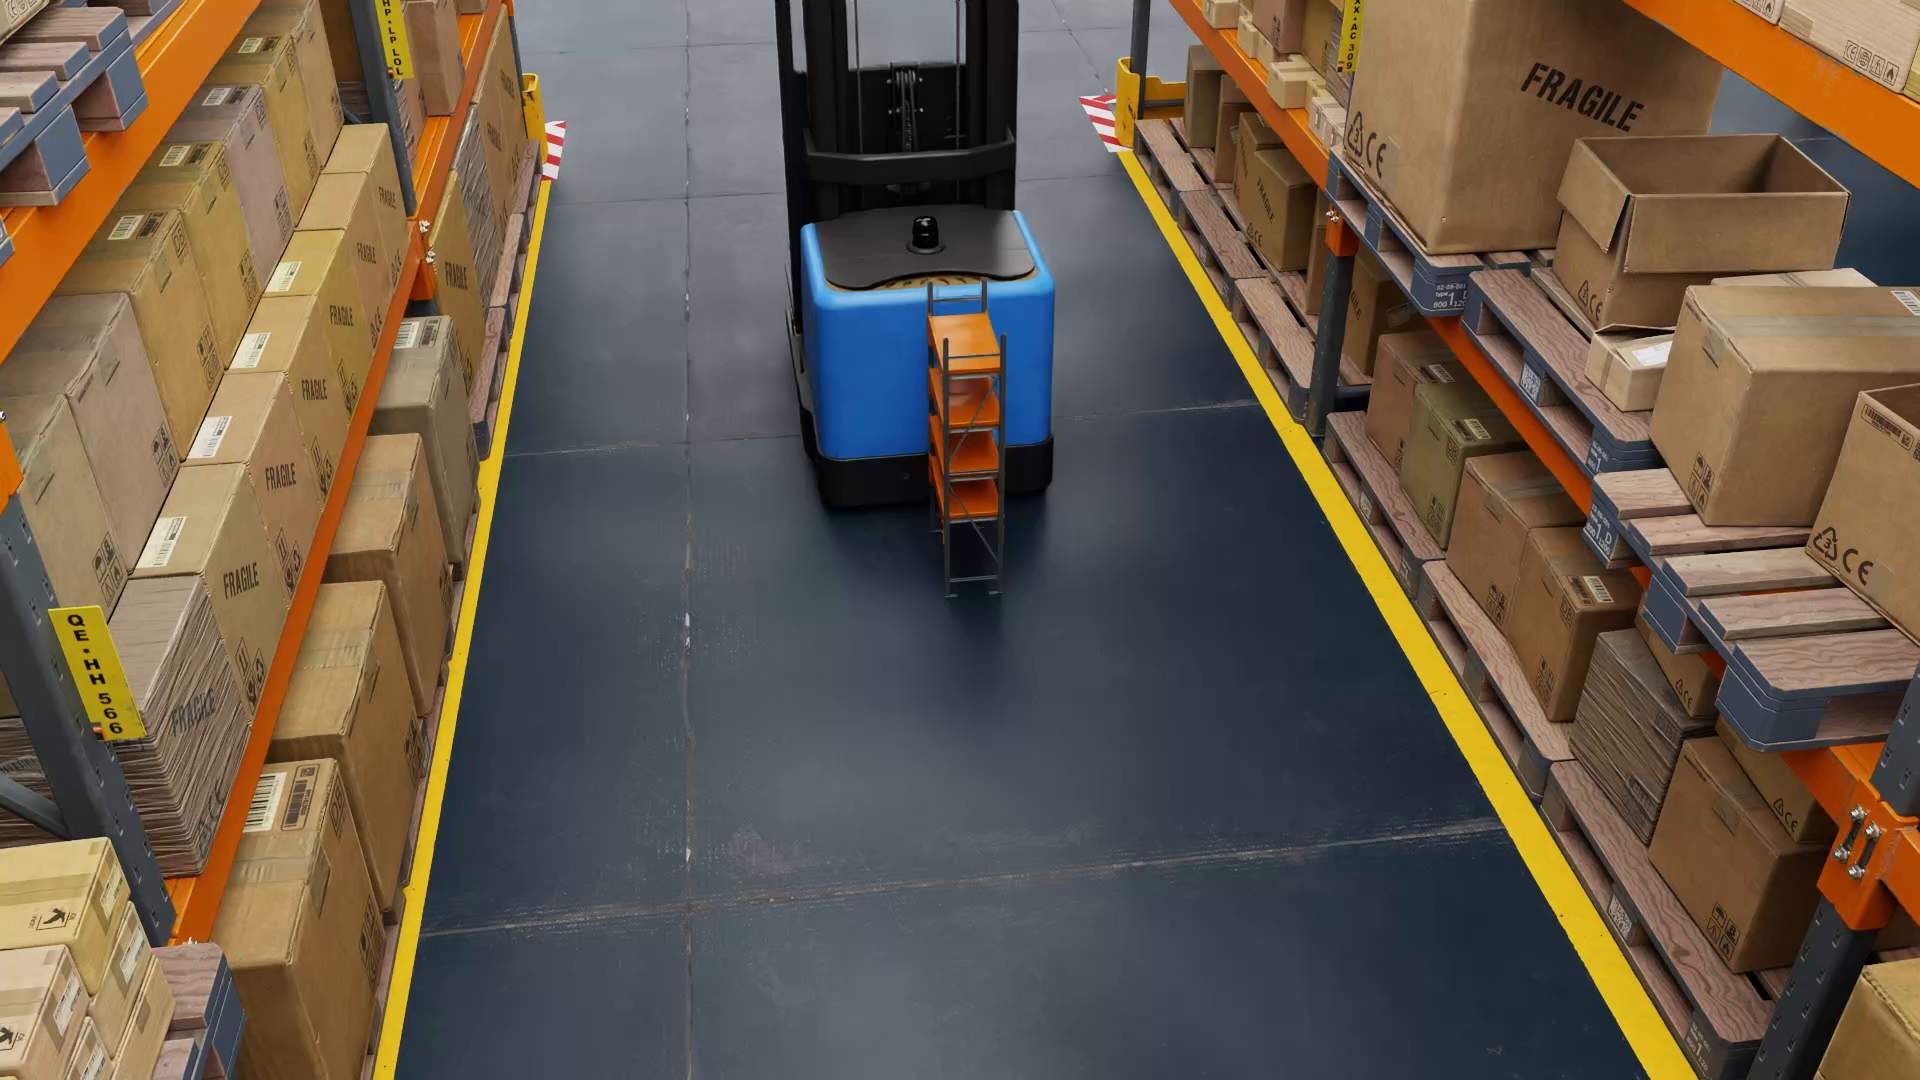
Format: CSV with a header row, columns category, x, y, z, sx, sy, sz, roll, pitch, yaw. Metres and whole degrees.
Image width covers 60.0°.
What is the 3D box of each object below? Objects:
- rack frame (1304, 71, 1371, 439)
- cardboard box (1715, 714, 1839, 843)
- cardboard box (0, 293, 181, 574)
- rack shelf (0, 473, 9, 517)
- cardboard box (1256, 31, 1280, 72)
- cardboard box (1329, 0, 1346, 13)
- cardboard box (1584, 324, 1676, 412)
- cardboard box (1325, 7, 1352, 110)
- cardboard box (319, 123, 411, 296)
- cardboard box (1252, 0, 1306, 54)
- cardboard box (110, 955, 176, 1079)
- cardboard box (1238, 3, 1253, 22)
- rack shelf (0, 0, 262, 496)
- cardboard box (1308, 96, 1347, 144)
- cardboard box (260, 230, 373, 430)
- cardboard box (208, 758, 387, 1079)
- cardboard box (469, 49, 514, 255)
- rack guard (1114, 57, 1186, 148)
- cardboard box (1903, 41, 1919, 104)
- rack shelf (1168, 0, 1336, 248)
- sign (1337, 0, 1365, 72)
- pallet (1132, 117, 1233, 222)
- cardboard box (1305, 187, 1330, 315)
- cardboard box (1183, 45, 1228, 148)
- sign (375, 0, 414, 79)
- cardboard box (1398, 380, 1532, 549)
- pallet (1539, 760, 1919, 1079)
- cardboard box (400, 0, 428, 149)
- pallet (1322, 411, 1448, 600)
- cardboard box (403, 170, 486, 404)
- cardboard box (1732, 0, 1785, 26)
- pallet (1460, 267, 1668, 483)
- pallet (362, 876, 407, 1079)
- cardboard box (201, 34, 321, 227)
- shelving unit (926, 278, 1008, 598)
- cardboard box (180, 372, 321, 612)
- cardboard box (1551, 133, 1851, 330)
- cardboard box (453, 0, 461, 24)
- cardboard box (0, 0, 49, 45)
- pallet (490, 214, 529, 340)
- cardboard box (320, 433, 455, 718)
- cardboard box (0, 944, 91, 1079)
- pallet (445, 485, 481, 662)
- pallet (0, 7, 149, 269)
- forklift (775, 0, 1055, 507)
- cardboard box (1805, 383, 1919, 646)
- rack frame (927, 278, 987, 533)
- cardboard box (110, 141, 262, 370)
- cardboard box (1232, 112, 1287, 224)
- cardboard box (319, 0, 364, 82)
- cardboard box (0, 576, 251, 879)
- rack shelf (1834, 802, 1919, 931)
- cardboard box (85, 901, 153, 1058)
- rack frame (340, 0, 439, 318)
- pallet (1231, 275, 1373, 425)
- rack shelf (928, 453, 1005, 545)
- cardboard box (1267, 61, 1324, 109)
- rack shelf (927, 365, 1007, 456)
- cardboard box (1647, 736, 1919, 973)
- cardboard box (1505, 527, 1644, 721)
category,x,y,z,sx,sy,sz,roll,pitch,yaw
rack frame,2.172,-1.796,7.221,1.000,3.000,0.127,-4,35,-6
cardboard box,2.590,0.606,4.860,0.500,0.250,0.500,-3,34,-4
cardboard box,-2.339,-0.232,3.950,0.700,0.500,0.500,-5,35,-7
rack shelf,-1.950,0.930,1.198,1.077,0.370,4.000,-4,35,-6
cardboard box,1.732,-2.491,8.464,0.380,0.149,0.250,-4,35,-6
cardboard box,1.838,-2.603,7.166,0.500,0.500,0.500,-4,35,-6
cardboard box,2.218,-0.592,5.201,0.396,0.266,0.258,-5,35,-8
cardboard box,2.172,-2.216,7.485,0.875,0.500,0.500,-4,35,-6
cardboard box,-2.422,-1.247,6.327,0.500,0.500,0.500,-5,35,-7
cardboard box,1.973,-2.769,8.296,0.875,0.500,0.500,-4,35,-6
cardboard box,-1.697,0.927,3.077,0.380,0.149,0.250,-4,34,-6
cardboard box,1.706,-2.773,8.878,0.380,0.149,0.250,-4,35,-6
rack shelf,-2.488,-1.303,4.473,1.077,0.370,4.000,-4,35,-6
cardboard box,1.827,-1.930,7.641,0.380,0.149,0.250,-4,35,-6
cardboard box,-2.286,-0.683,5.499,0.500,0.500,0.500,-4,34,-6
cardboard box,-2.212,1.165,4.501,1.050,0.750,0.750,-5,35,-7
cardboard box,-3.018,-2.140,9.240,0.875,0.875,0.875,-5,35,-7
rack guard,1.644,-2.952,11.138,1.175,0.500,0.348,-4,35,-6
cardboard box,2.402,-0.988,3.505,0.500,0.250,0.500,-4,35,-6
rack shelf,1.903,-2.614,9.062,1.077,0.370,4.000,-4,35,-6
sign,1.635,-2.108,6.911,0.100,0.325,0.005,-4,35,-6
pallet,1.718,-2.377,10.551,1.003,0.211,1.213,-4,35,-6
cardboard box,2.073,-1.481,8.607,0.500,0.500,0.500,6,35,9
cardboard box,1.701,-2.819,10.569,0.500,0.500,0.500,2,34,2
sign,-2.221,-1.969,6.517,0.100,0.325,0.005,-4,35,-6
cardboard box,2.278,-0.333,6.903,0.700,0.500,0.500,-5,35,-7
pallet,2.606,1.153,5.371,1.003,0.211,1.213,-4,35,-6
cardboard box,-2.915,-2.048,7.459,0.875,0.550,0.550,-4,35,-6
pallet,2.278,-0.209,7.369,1.003,0.211,1.213,-4,35,-6
cardboard box,-2.772,-1.128,7.756,0.875,0.875,0.875,-4,34,-6
cardboard box,2.258,-1.544,4.322,0.500,0.250,0.500,-3,34,-5
pallet,2.403,-0.586,5.616,1.003,0.211,1.213,-4,35,-6
pallet,-2.250,1.462,4.917,1.003,0.211,1.213,-4,35,-6
cardboard box,-2.613,-1.367,5.616,0.700,0.500,0.500,-5,35,-7
shelving unit,0.022,-0.403,6.777,0.258,1.200,0.503,-4,35,-6
cardboard box,-2.150,-0.121,4.676,0.500,0.500,0.500,-4,35,-6
cardboard box,2.496,-1.051,5.665,0.797,0.503,0.637,-1,34,-1
cardboard box,-3.154,-2.940,8.767,0.875,0.550,0.550,-4,35,-6
cardboard box,-2.098,-1.082,3.128,0.500,0.311,0.500,-4,35,-6
pallet,-2.949,-1.437,9.171,1.003,0.211,1.213,-4,35,-6
cardboard box,-2.458,0.158,5.979,1.050,0.750,0.750,-4,35,-6
cardboard box,-1.667,0.819,2.706,0.380,0.149,0.250,-5,35,-7
pallet,-2.579,0.101,6.915,1.003,0.211,1.213,-4,35,-6
pallet,-2.358,-0.761,3.207,1.213,0.211,1.003,-3,34,-4
forklift,-0.318,-2.177,7.843,1.130,2.935,3.031,-5,35,-7
cardboard box,2.597,-0.077,4.237,0.500,0.500,0.500,-9,35,-12
rack frame,-0.011,-0.540,6.976,0.240,1.200,0.015,-4,35,-6
cardboard box,-2.479,-0.803,4.789,0.700,0.500,0.500,-5,35,-7
cardboard box,1.881,-2.137,9.569,0.500,0.500,0.500,-1,34,-2
cardboard box,-2.773,-2.193,6.712,0.875,0.550,0.550,-4,35,-6
cardboard box,-2.012,0.444,3.847,0.500,0.500,0.500,-4,34,-6
rack shelf,2.978,1.850,2.511,1.077,0.370,4.000,-4,35,-6
cardboard box,-1.701,0.804,2.992,0.380,0.149,0.250,-4,34,-5
rack frame,-2.757,-1.476,6.753,1.000,3.000,0.127,-4,35,-6
pallet,2.046,-1.015,8.553,1.003,0.211,1.213,-4,35,-6
rack shelf,0.022,-0.184,6.926,0.258,0.148,0.480,-4,35,-6
cardboard box,1.709,-2.205,8.045,0.380,0.149,0.250,-4,35,-6
rack shelf,0.022,-0.533,6.688,0.258,0.148,0.480,-4,35,-6
cardboard box,2.600,0.915,5.072,0.700,0.500,0.500,-6,35,-9
cardboard box,2.429,0.291,5.989,0.700,0.500,0.500,-2,34,-2
